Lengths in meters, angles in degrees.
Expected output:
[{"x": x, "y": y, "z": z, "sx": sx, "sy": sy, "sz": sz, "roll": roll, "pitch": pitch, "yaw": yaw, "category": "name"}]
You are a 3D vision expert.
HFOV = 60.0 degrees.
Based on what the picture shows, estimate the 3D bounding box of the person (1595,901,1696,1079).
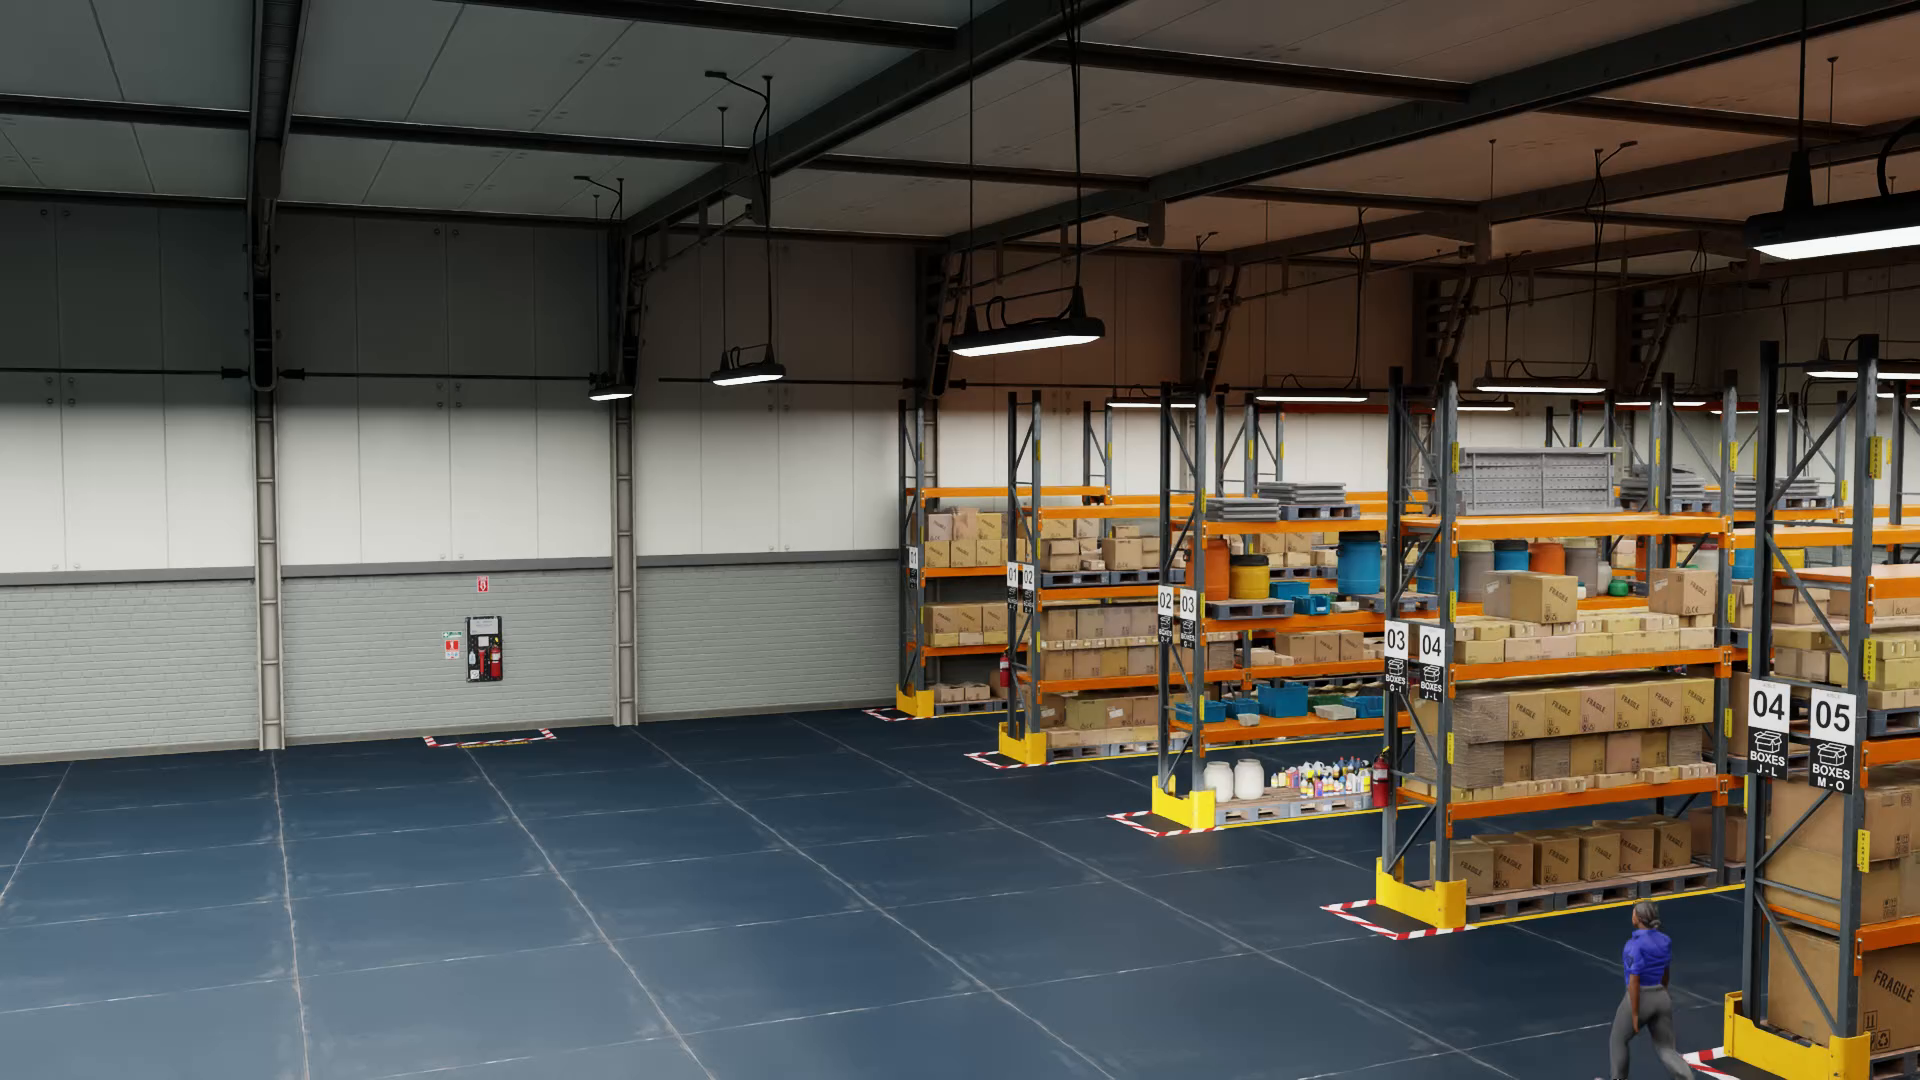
[{"x": 5.324, "y": 3.592, "z": 12.829, "sx": 0.443, "sy": 1.610, "sz": 0.965, "roll": -1, "pitch": 4, "yaw": -23, "category": "person"}]
